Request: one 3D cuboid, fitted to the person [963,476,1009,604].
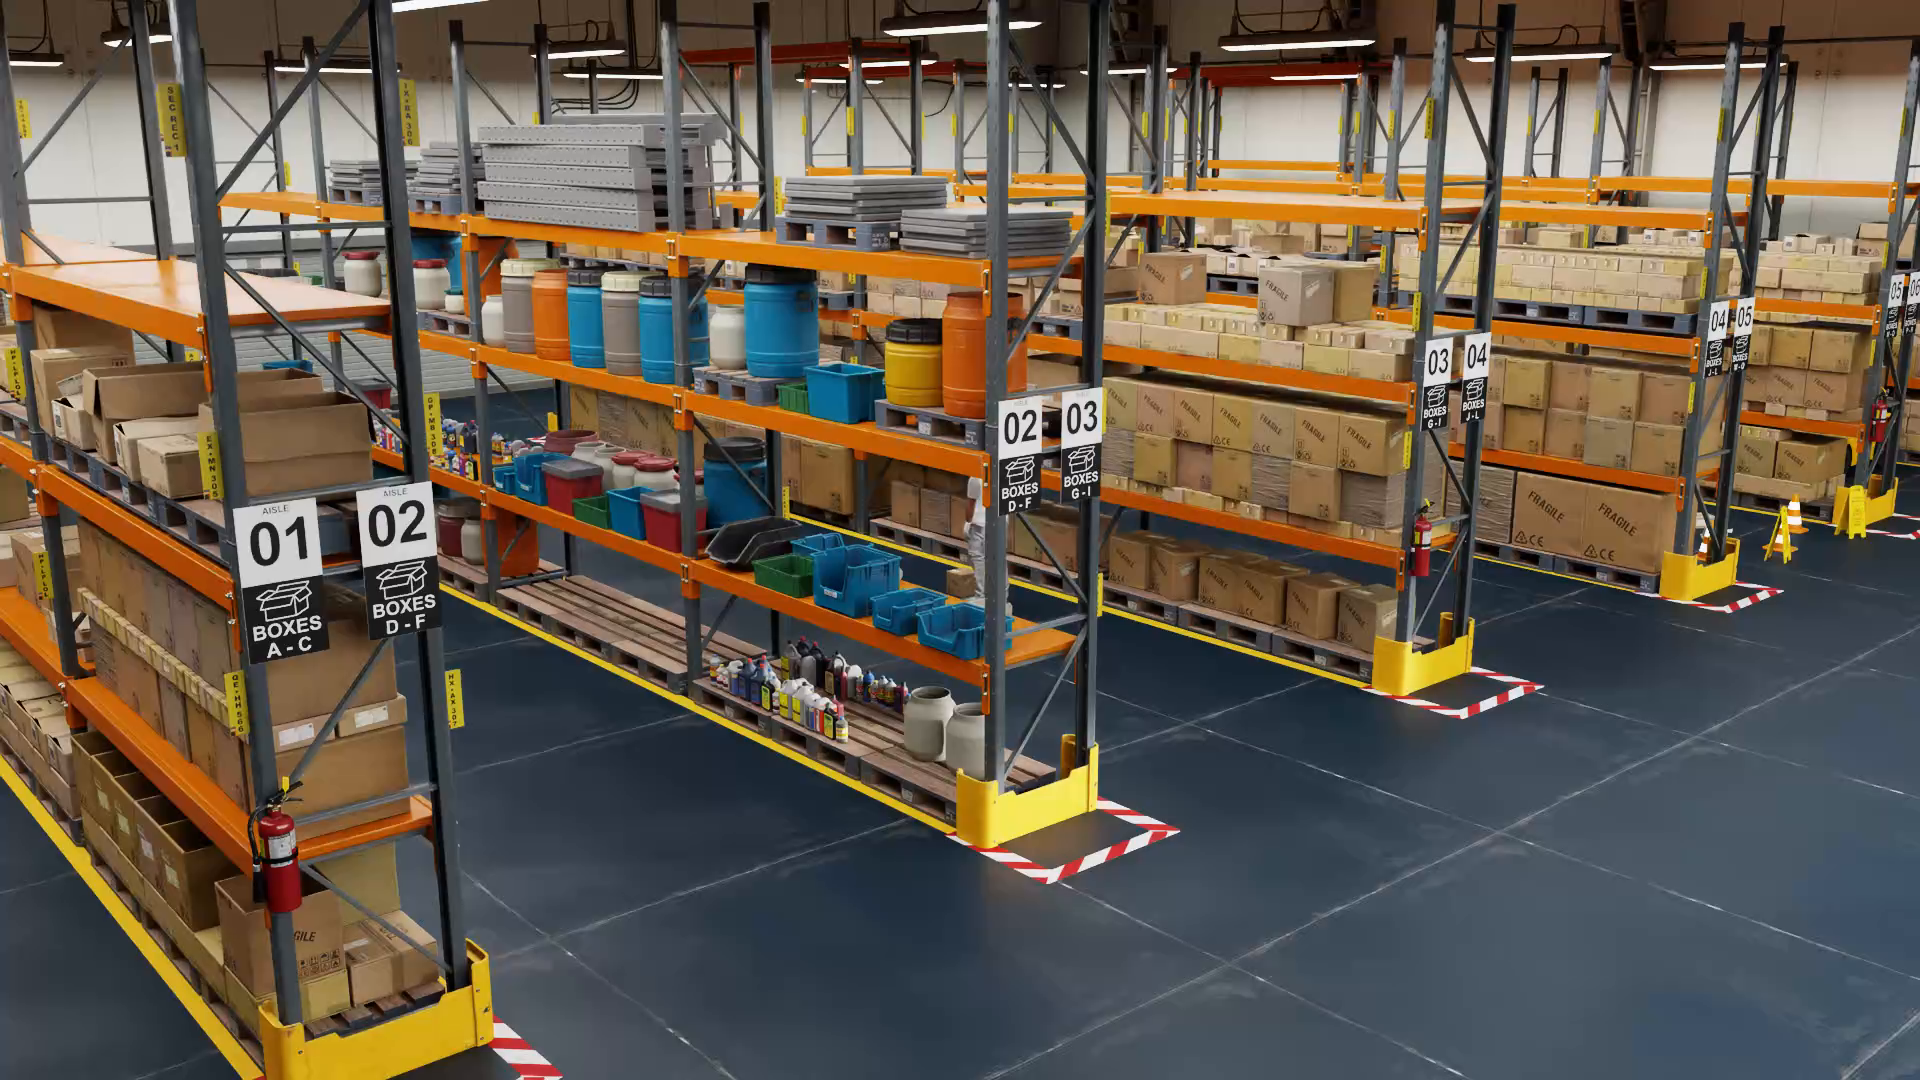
[{"bbox_3d":[0.289,-0.176,17.676,0.548,1.776,0.359,-9,16,-31],"label":"person"}]
